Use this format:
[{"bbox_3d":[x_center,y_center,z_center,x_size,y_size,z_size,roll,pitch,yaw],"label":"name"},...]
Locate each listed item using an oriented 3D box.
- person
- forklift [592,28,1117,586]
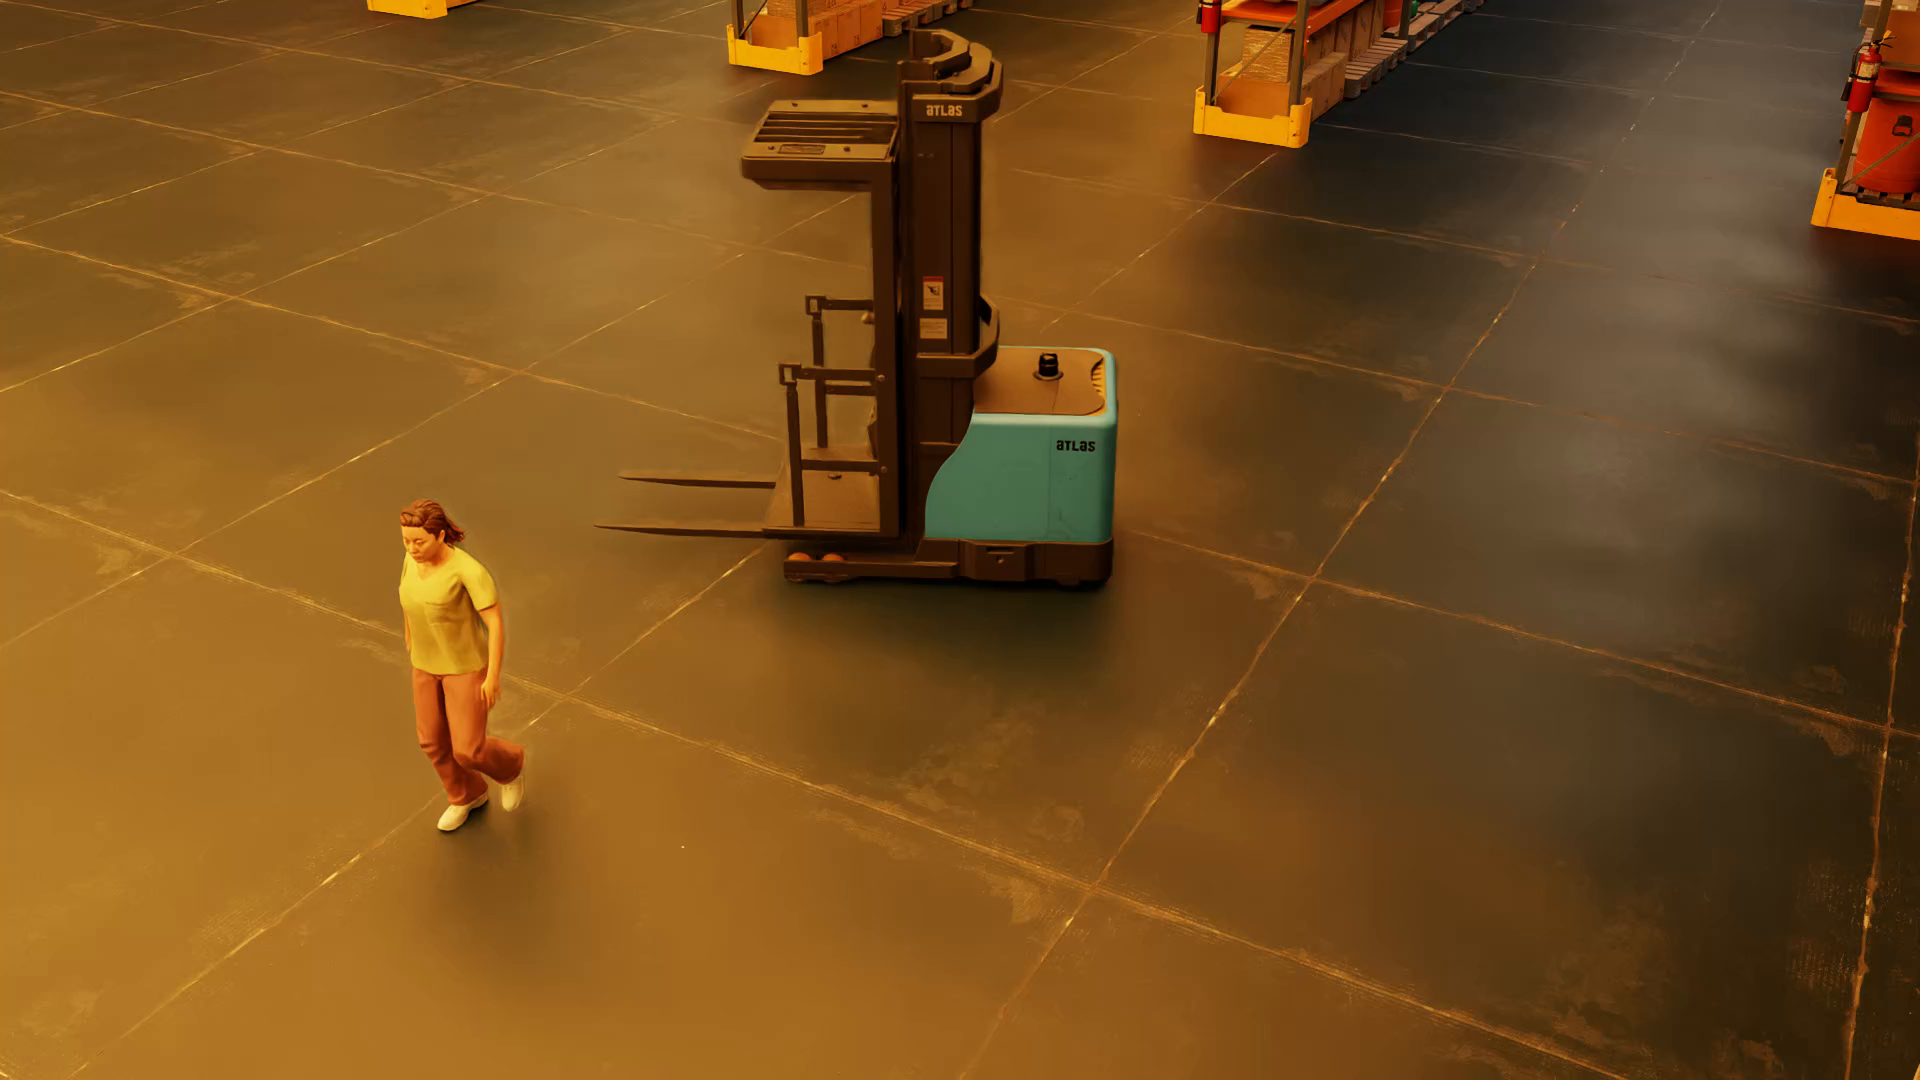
[{"bbox_3d":[-2.252,0.563,7.374,0.635,1.655,0.478,11,32,18],"label":"person"},{"bbox_3d":[-0.616,-1.282,9.292,3.031,2.935,1.130,2,30,3],"label":"forklift"}]
